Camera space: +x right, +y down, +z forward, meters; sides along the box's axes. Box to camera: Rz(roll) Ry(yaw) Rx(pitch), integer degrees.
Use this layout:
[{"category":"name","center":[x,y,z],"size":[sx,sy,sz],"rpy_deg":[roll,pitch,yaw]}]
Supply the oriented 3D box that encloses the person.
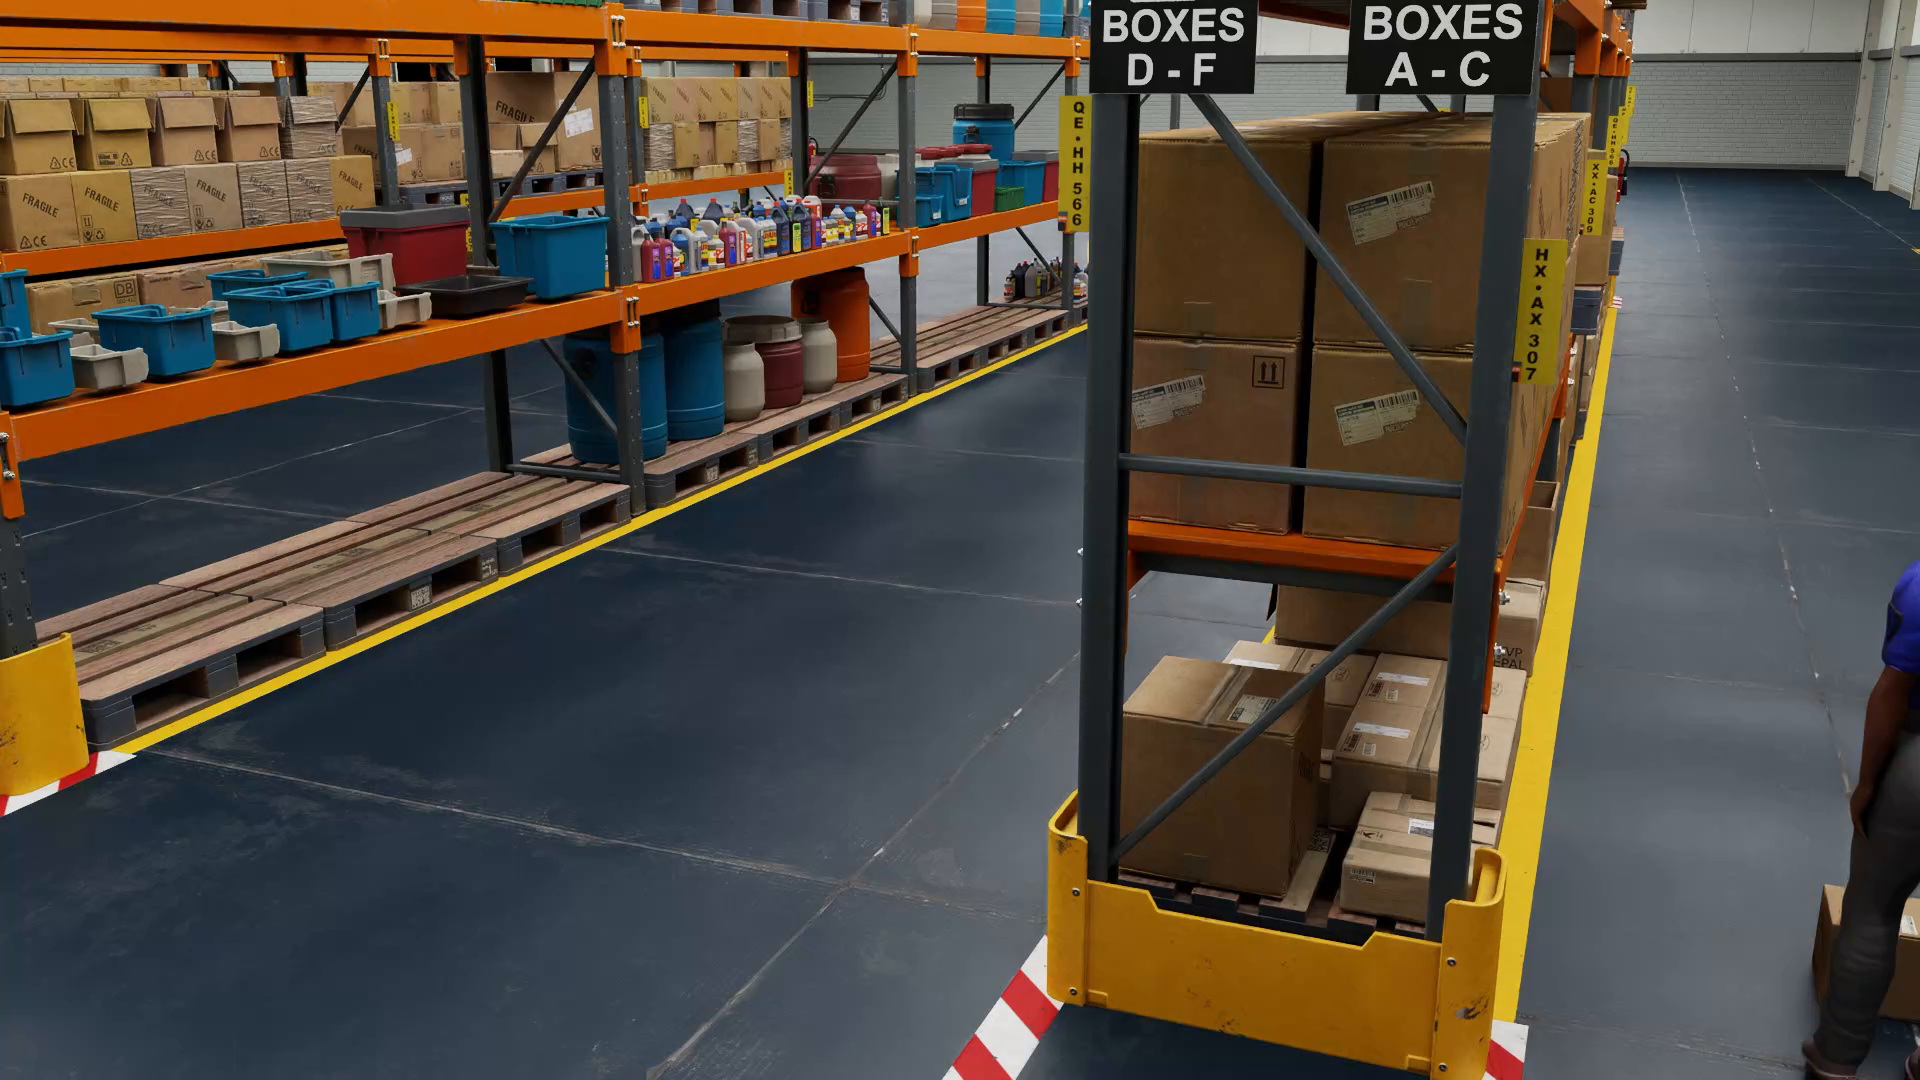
[{"category":"person","center":[2.377,0.587,3.974],"size":[0.463,1.698,0.377],"rpy_deg":[5,16,16]}]
